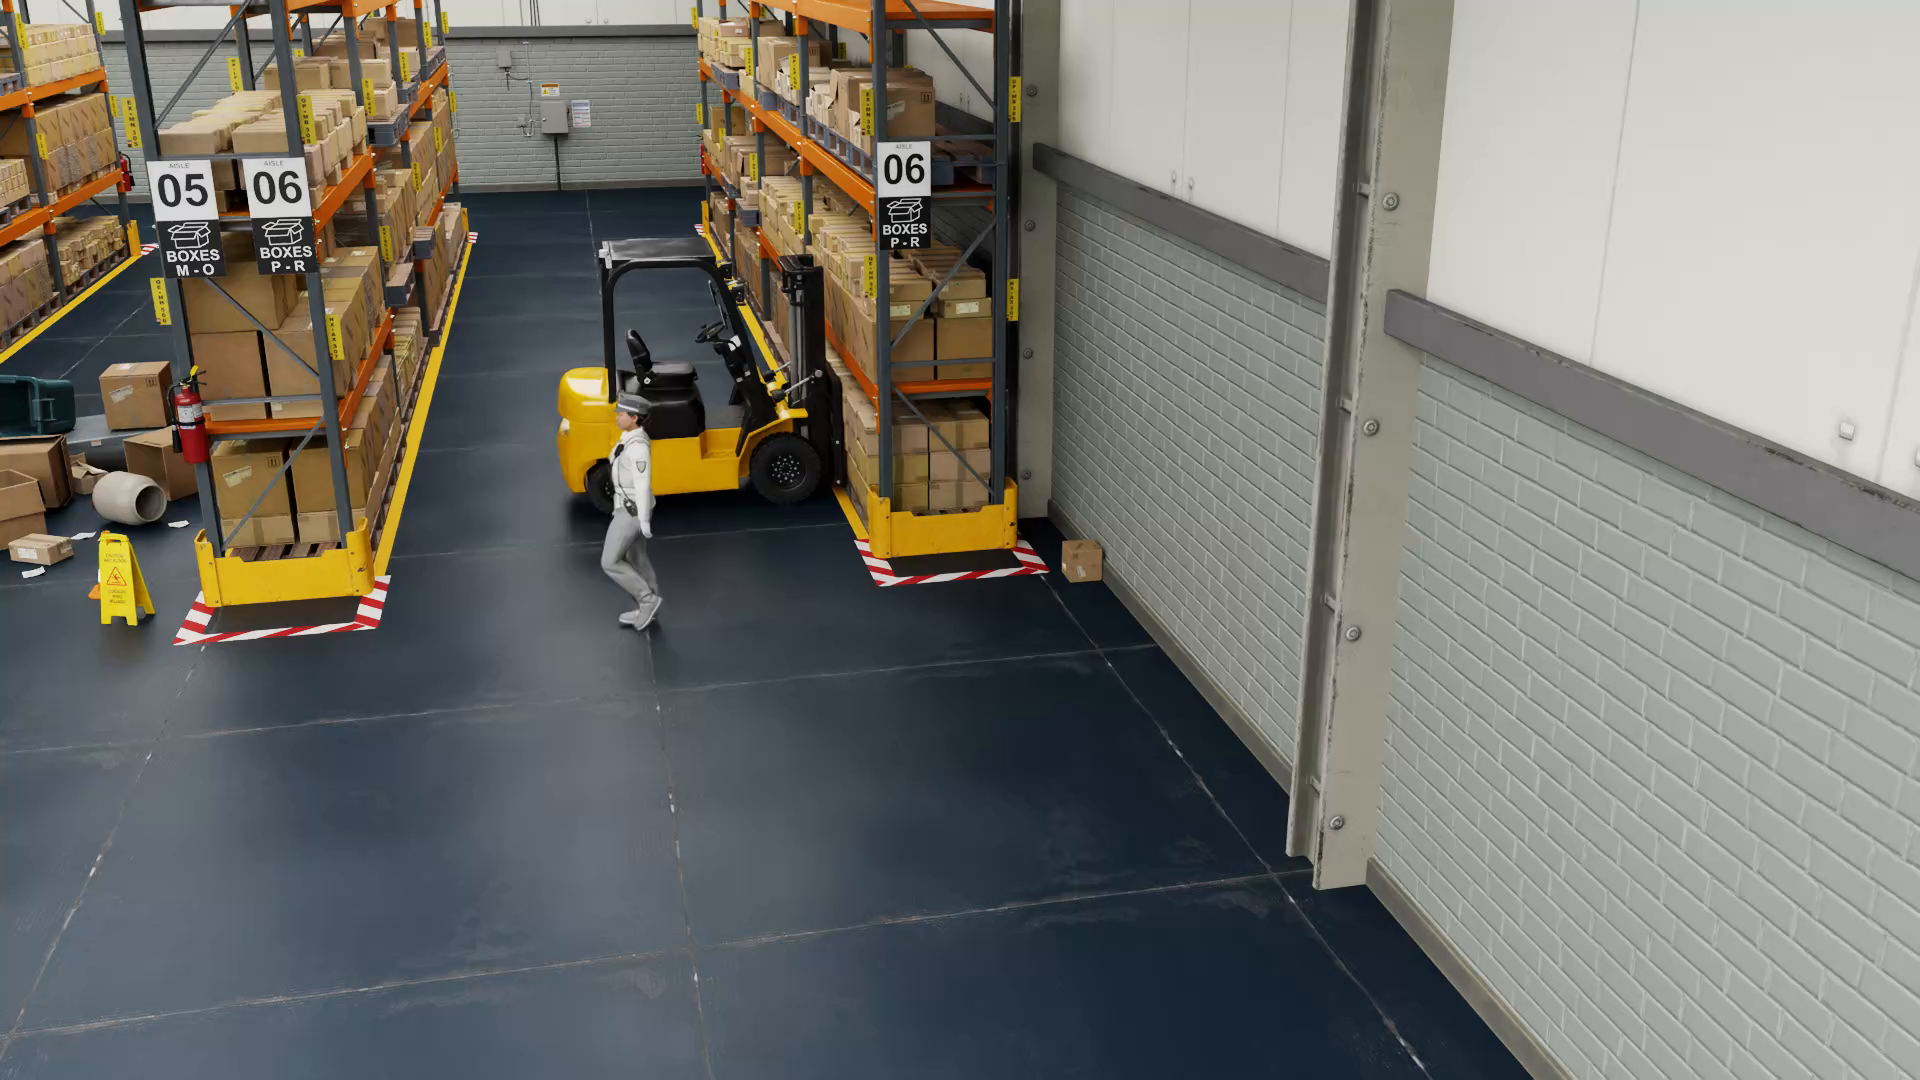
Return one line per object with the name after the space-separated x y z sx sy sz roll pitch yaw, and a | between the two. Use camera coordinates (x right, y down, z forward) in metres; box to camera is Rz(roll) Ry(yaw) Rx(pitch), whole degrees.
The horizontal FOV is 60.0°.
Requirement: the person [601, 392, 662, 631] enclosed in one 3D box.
-2.296 -0.198 11.530 0.433 1.697 0.484 -4 20 -11 | person
